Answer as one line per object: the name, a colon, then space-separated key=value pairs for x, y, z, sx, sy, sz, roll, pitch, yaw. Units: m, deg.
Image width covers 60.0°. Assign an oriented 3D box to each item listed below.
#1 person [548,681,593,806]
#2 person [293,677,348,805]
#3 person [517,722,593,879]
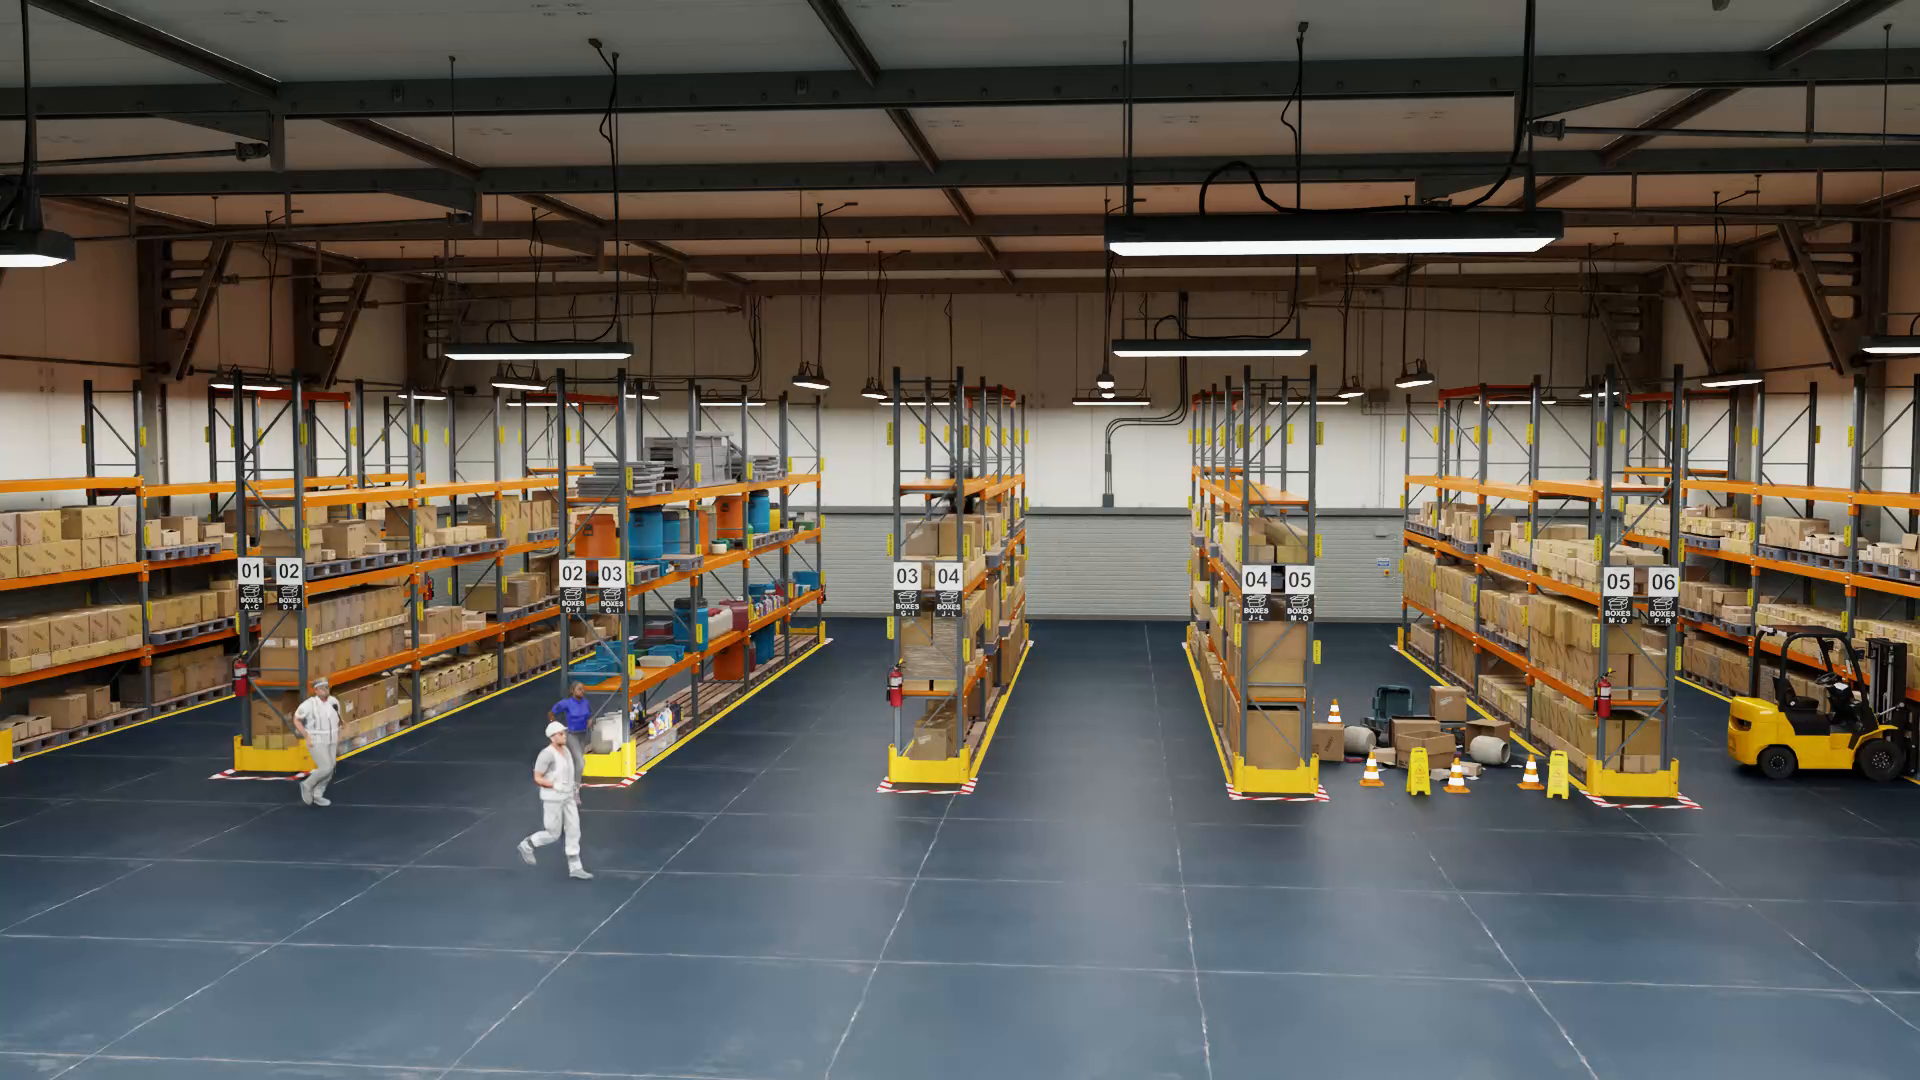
person: x=-5.283 y=2.775 z=22.774 sx=0.653 sy=1.707 sz=0.580 roll=2 pitch=4 yaw=35
person: x=-8.604 y=2.726 z=22.559 sx=0.605 sy=1.747 sz=0.644 roll=2 pitch=4 yaw=31
person: x=-4.584 y=2.941 z=18.847 sx=0.959 sy=1.774 sz=0.653 roll=1 pitch=4 yaw=22
